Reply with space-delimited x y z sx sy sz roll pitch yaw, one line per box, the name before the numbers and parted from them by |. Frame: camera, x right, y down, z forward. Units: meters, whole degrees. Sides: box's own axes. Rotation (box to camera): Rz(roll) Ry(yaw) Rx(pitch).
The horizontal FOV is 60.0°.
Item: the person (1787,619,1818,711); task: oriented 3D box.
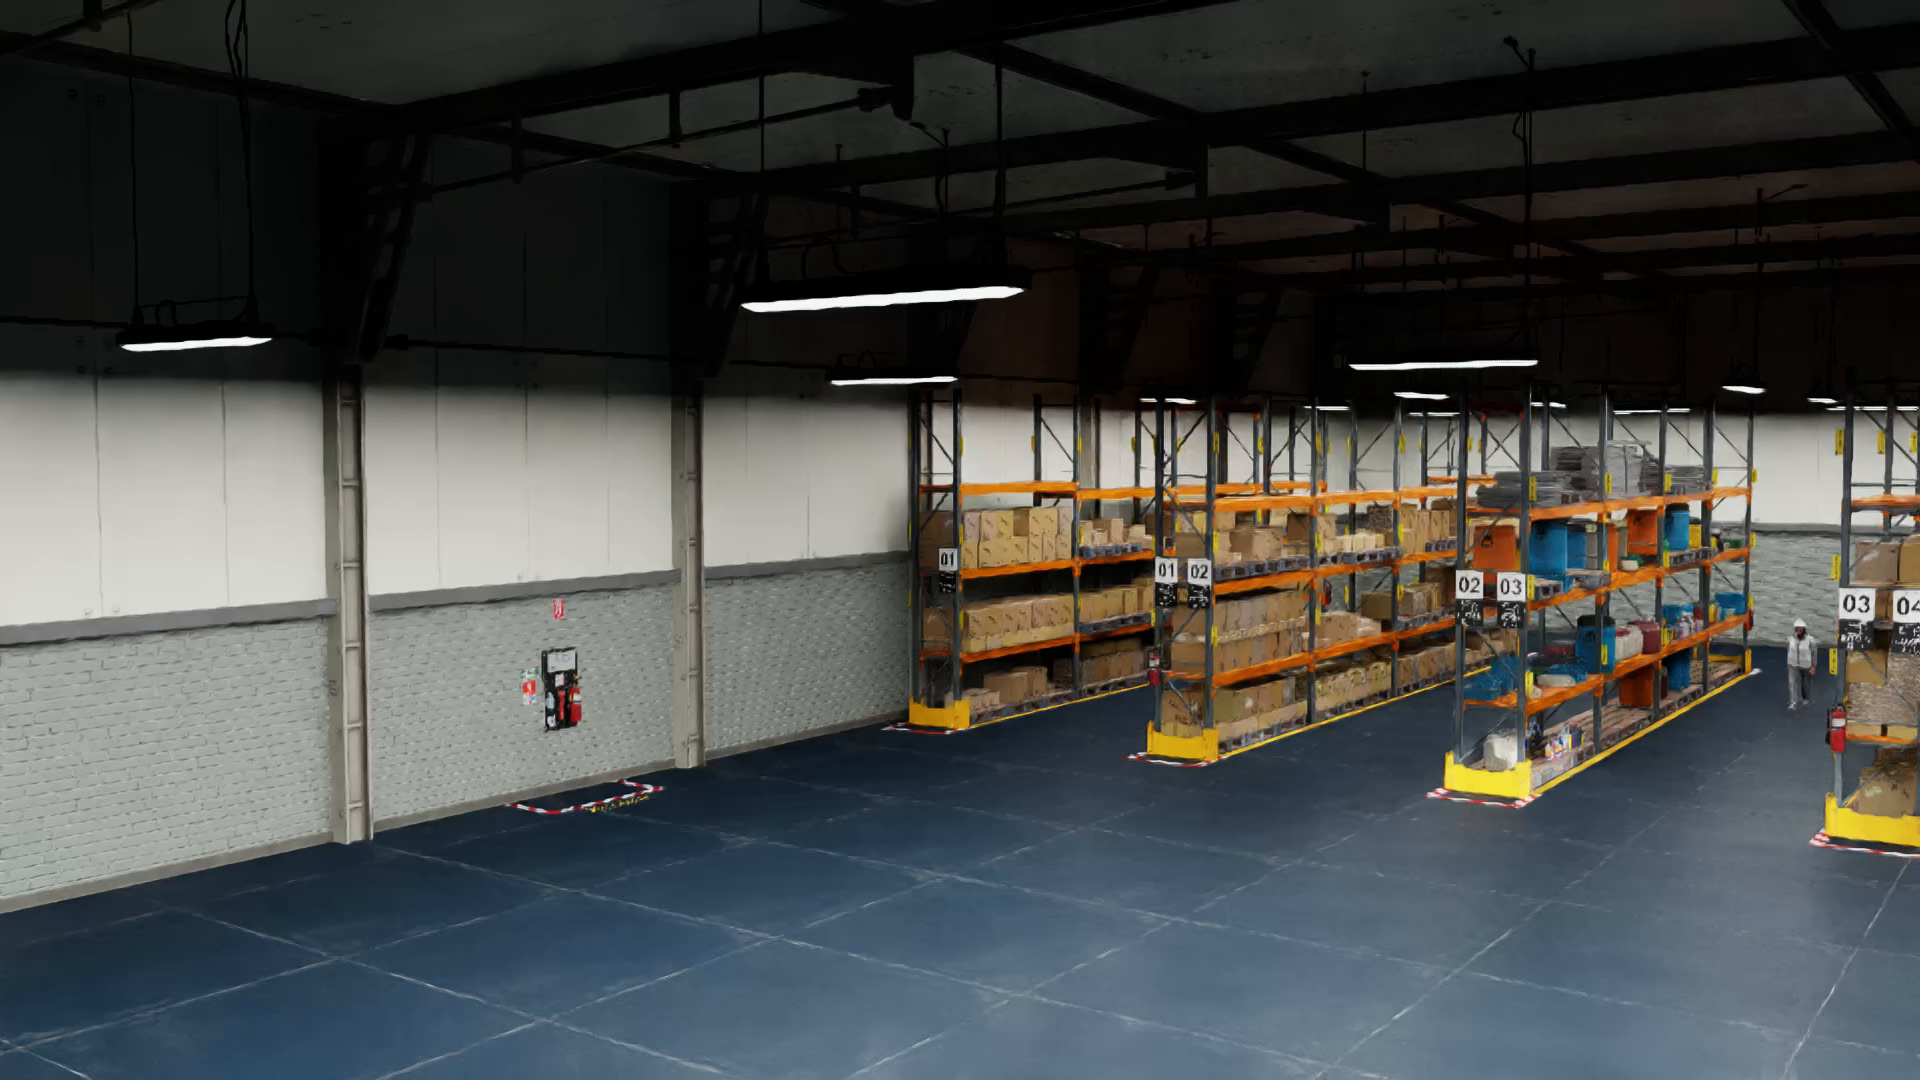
person | 15.876 2.354 31.377 0.555 1.725 1.029 2 4 35
